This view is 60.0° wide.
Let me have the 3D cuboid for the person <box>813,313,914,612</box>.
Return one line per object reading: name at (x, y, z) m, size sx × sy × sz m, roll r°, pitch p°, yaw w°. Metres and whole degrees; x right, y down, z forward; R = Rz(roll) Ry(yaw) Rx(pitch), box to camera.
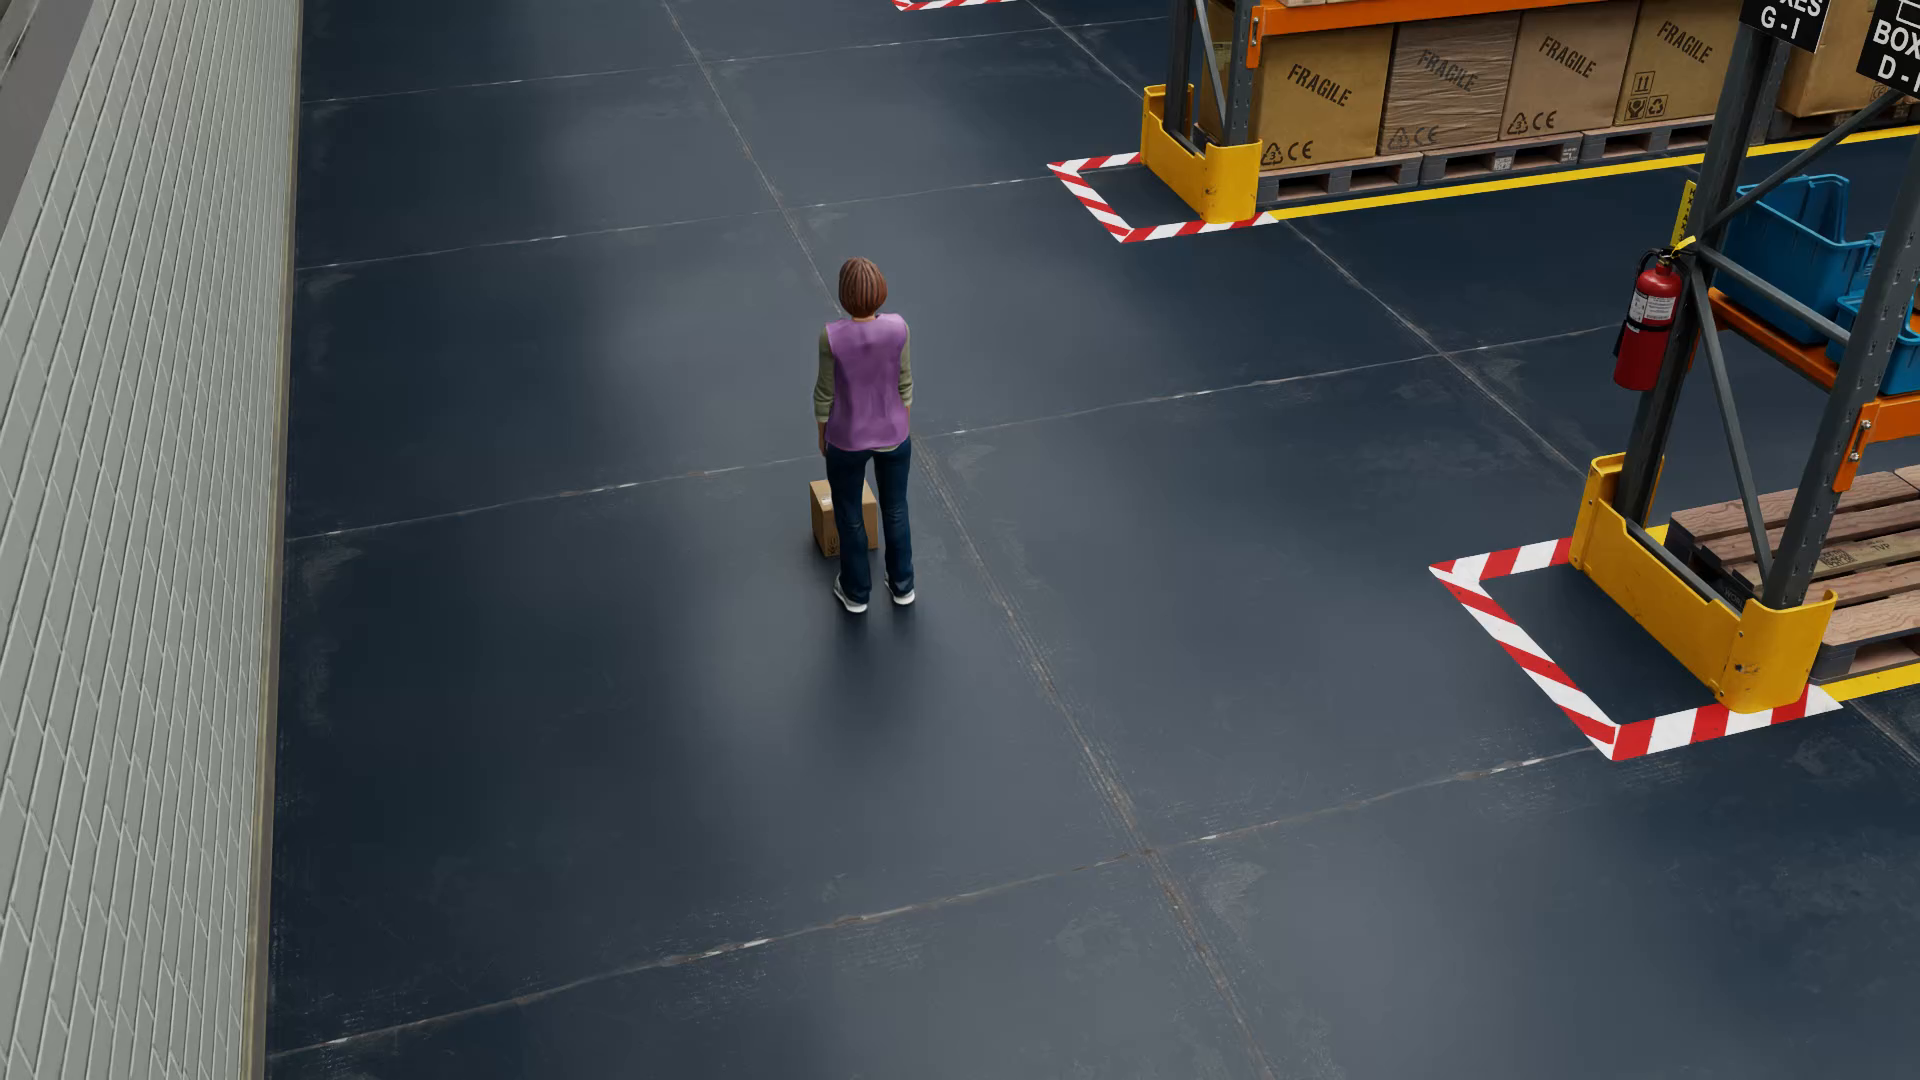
person at (-0.389, -0.319, 6.822) m, size 0.406 × 1.371 × 0.300 m, roll -9°, pitch 35°, yaw -13°
